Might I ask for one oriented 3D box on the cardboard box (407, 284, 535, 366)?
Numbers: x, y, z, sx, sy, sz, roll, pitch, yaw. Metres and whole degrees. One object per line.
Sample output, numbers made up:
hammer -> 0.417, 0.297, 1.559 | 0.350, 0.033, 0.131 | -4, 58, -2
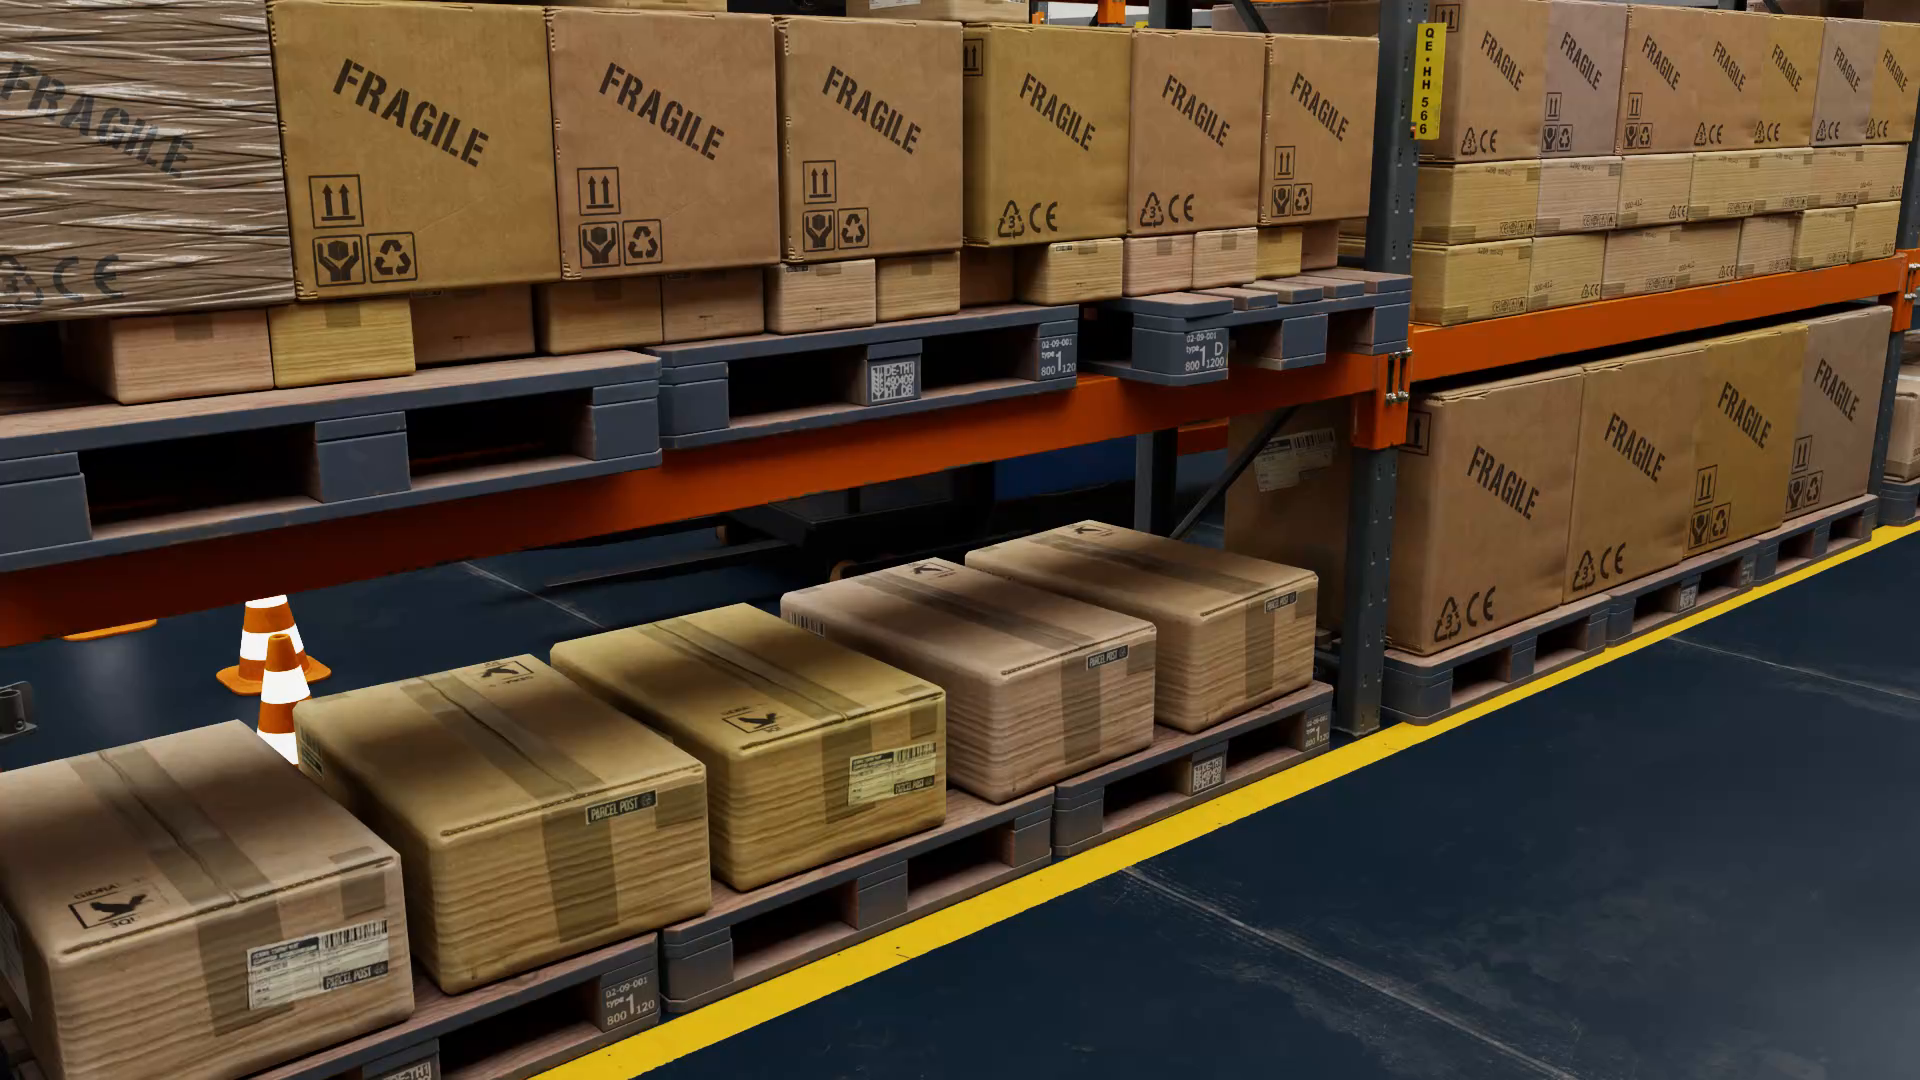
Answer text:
cardboard box -> -1.042, -0.453, 3.308 | 0.250, 0.149, 0.380 | -11, 19, -36

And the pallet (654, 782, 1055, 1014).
pallet -> -0.517, 0.771, 4.454 | 1.213, 0.211, 1.003 | -13, 19, -39

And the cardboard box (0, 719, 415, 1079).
cardboard box -> -1.630, 0.741, 3.441 | 0.625, 0.372, 0.950 | -12, 19, -39

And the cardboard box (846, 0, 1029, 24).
cardboard box -> -0.056, -1.290, 3.926 | 0.250, 0.149, 0.380 | -14, 20, -42

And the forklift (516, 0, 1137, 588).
forklift -> -0.510, -1.322, 7.020 | 3.031, 2.935, 1.130 | -10, 18, -34

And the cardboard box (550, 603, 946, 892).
cardboard box -> -0.567, 0.500, 4.342 | 0.625, 0.372, 0.950 | -12, 19, -38

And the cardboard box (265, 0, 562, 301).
cardboard box -> -1.105, -0.740, 3.123 | 0.500, 0.500, 0.500 | -13, 19, -39

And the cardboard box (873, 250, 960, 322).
cardboard box -> -0.216, -0.616, 3.917 | 0.250, 0.149, 0.380 | -13, 20, -41

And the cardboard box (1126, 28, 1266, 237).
cardboard box -> 0.450, -1.088, 4.427 | 0.500, 0.500, 0.500 | -13, 20, -40

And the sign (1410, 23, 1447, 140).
sign -> 1.357, -1.331, 4.830 | 0.005, 0.325, 0.100 | -13, 19, -39

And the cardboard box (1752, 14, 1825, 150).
cardboard box -> 3.058, -1.827, 6.647 | 0.500, 0.500, 0.500 | -12, 19, -38

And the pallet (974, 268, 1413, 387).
pallet -> 0.526, -0.680, 4.854 | 1.003, 0.211, 1.213 | -13, 19, -39

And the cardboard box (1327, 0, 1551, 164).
cardboard box -> 1.526, -1.481, 5.351 | 0.500, 0.500, 0.500 | -14, 20, -41

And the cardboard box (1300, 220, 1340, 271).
cardboard box -> 0.901, -0.894, 4.958 | 0.250, 0.149, 0.380 | -12, 19, -37

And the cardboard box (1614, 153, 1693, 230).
cardboard box -> 2.312, -1.290, 6.089 | 0.500, 0.250, 0.500 | -13, 20, -40

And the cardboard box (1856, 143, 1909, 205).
cardboard box -> 3.838, -1.639, 7.394 | 0.500, 0.250, 0.500 | -13, 20, -39

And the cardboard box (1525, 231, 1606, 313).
cardboard box -> 1.903, -0.966, 5.844 | 0.500, 0.250, 0.500 | -13, 20, -41

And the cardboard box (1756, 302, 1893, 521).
cardboard box -> 3.596, -0.647, 7.664 | 0.875, 0.875, 0.875 | -12, 19, -38

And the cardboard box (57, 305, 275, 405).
cardboard box -> -1.400, -0.350, 2.921 | 0.250, 0.149, 0.380 | -12, 19, -39

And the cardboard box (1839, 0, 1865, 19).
cardboard box -> 4.305, -2.574, 8.185 | 0.250, 0.149, 0.380 | -12, 19, -38

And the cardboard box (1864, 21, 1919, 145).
cardboard box -> 3.839, -1.998, 7.287 | 0.500, 0.500, 0.500 | -12, 19, -38

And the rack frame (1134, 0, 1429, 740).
rack frame -> 0.993, -0.914, 5.359 | 0.127, 3.000, 1.000 | -13, 19, -39

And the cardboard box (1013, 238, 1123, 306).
cardboard box -> 0.192, -0.693, 4.204 | 0.250, 0.149, 0.380 | -12, 19, -38

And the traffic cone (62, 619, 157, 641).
traffic cone -> -3.347, 0.110, 6.443 | 0.334, 0.463, 0.336 | -13, 19, -39

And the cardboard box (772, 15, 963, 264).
cardboard box -> -0.342, -0.910, 3.760 | 0.500, 0.500, 0.500 | -14, 20, -42

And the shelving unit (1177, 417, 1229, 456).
shelving unit -> 1.209, -0.749, 8.376 | 1.048, 1.125, 0.538 | -10, 18, -34

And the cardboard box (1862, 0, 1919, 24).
cardboard box -> 4.419, -2.439, 7.681 | 0.250, 0.149, 0.380 | -13, 20, -40

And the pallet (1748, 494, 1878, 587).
pallet -> 3.478, -0.099, 7.711 | 1.213, 0.211, 1.003 | -13, 19, -39

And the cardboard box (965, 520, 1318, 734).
cardboard box -> 0.561, 0.247, 5.293 | 0.625, 0.372, 0.950 | -14, 21, -43

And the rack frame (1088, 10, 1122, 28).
rack frame -> 0.685, -2.538, 11.439 | 0.127, 3.000, 1.000 | -13, 19, -39

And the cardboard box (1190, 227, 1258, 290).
cardboard box -> 0.585, -0.783, 4.542 | 0.250, 0.149, 0.380 | -13, 20, -40

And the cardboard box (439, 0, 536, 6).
cardboard box -> -1.121, -1.237, 3.728 | 0.250, 0.149, 0.380 | -14, 20, -42

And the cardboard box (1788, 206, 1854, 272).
cardboard box -> 3.453, -1.308, 7.125 | 0.500, 0.250, 0.500 | -13, 20, -40

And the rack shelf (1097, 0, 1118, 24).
rack shelf -> -0.823, -3.301, 9.877 | 4.000, 0.370, 1.077 | -13, 19, -39

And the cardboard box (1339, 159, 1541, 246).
cardboard box -> 1.538, -1.121, 5.455 | 0.500, 0.250, 0.500 | -13, 20, -40

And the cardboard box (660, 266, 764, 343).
cardboard box -> -0.633, -0.530, 3.596 | 0.250, 0.149, 0.380 | -12, 19, -39

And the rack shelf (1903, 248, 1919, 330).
rack shelf -> 5.520, -1.583, 9.257 | 4.000, 0.370, 1.077 | -13, 19, -39

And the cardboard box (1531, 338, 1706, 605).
cardboard box -> 2.245, -0.341, 6.519 | 0.875, 0.875, 0.875 | -12, 19, -39

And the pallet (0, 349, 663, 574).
pallet -> -1.352, -0.245, 3.225 | 1.213, 0.211, 1.003 | -13, 19, -39

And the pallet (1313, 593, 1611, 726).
pallet -> 1.638, 0.314, 6.164 | 1.213, 0.211, 1.003 | -13, 19, -39

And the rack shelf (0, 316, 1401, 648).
rack shelf -> -0.515, -0.228, 4.183 | 4.000, 0.370, 1.077 | -13, 19, -39

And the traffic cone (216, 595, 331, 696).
traffic cone -> -2.445, 0.263, 5.869 | 0.334, 0.463, 0.336 | -13, 19, -39

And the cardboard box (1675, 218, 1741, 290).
cardboard box -> 2.673, -1.138, 6.488 | 0.500, 0.250, 0.500 | -13, 19, -39

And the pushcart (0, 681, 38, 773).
pushcart -> -3.559, 0.595, 4.790 | 1.648, 0.377, 0.936 | 8, 17, 28

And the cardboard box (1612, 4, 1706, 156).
cardboard box -> 2.294, -1.652, 5.990 | 0.500, 0.500, 0.500 | -12, 19, -38

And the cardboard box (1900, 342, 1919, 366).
cardboard box -> 5.230, -0.794, 9.060 | 0.875, 0.438, 0.875 | -13, 20, -41

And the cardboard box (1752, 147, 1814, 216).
cardboard box -> 3.079, -1.464, 6.738 | 0.500, 0.250, 0.500 | -12, 19, -38

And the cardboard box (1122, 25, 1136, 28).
cardboard box -> 1.186, -3.242, 11.368 | 0.500, 0.500, 0.500 | -12, 19, -38
